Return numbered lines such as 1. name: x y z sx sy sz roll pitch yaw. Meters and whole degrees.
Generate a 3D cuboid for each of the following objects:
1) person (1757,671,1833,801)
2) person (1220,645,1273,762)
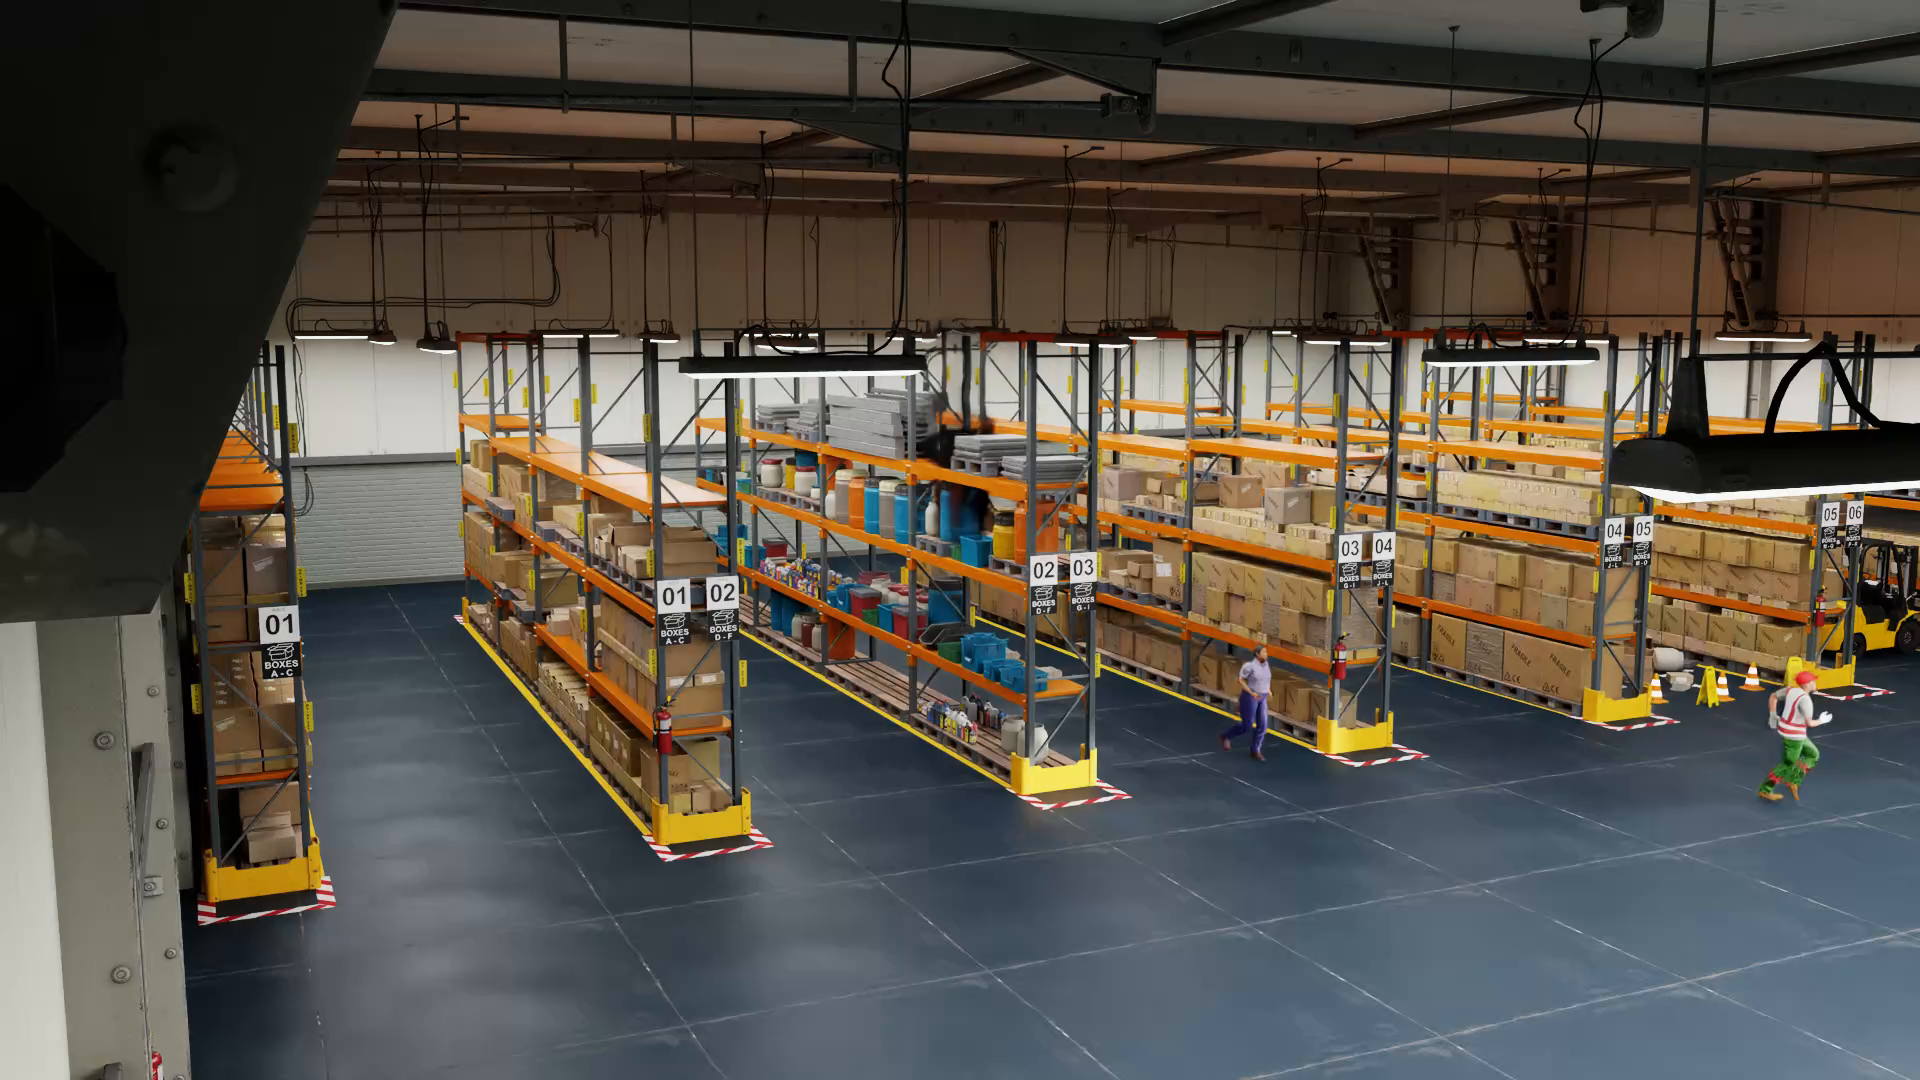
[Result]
1. person: 10.841 2.542 21.578 0.805 1.739 0.697 1 8 10
2. person: 4.246 2.311 24.034 0.696 1.625 0.752 -6 10 -37
